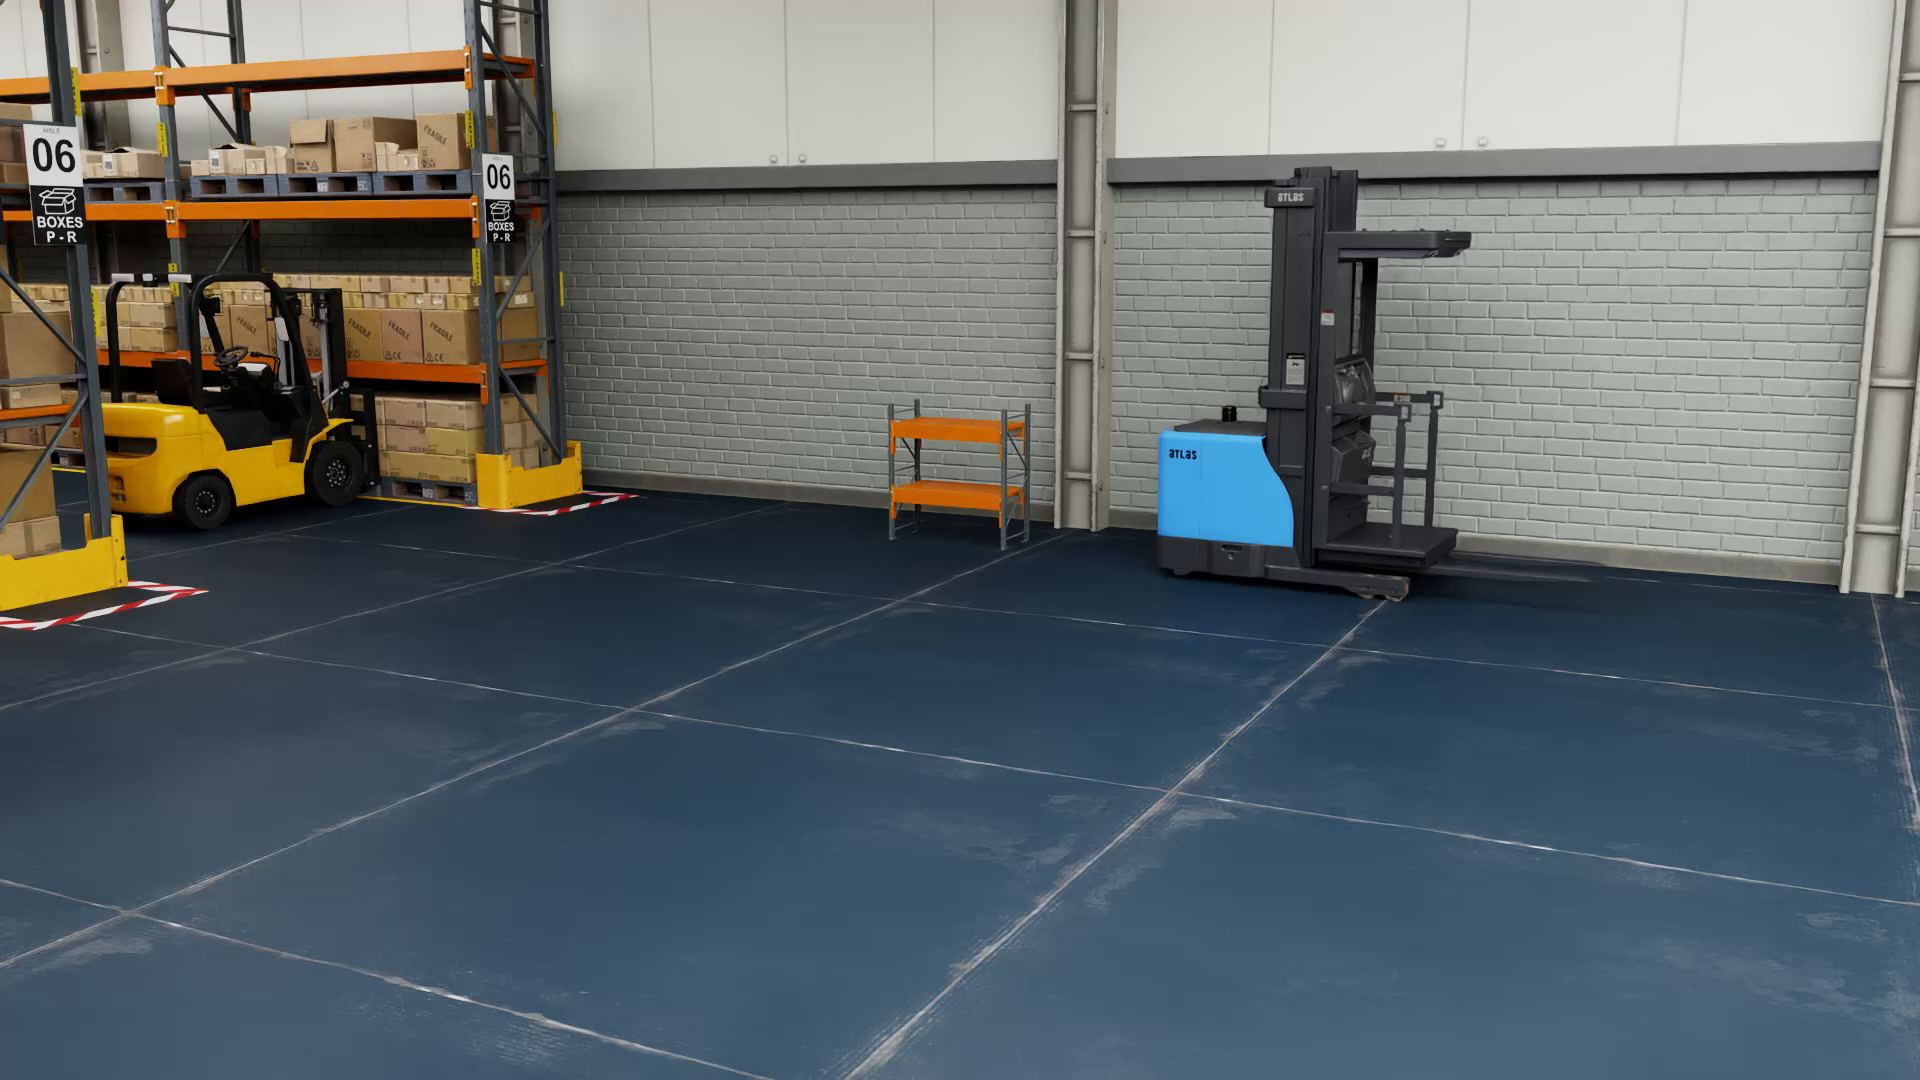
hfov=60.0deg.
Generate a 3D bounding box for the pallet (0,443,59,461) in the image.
[{"bbox_3d":[-10.558,-1.050,18.941,1.213,0.211,1.003,5,11,26],"label":"pallet"}]

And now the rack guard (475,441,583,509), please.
[{"bbox_3d":[-4.083,-0.631,15.814,0.348,0.500,1.175,5,11,26],"label":"rack guard"}]

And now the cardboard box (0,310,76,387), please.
[{"bbox_3d":[-6.599,-1.347,11.636,0.500,0.500,0.500,5,11,25],"label":"cardboard box"}]

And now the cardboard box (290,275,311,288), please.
[{"bbox_3d":[-6.347,-2.532,16.359,0.250,0.149,0.380,5,11,26],"label":"cardboard box"}]

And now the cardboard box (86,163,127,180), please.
[{"bbox_3d":[-8.812,-3.825,17.264,0.250,0.149,0.380,5,11,26],"label":"cardboard box"}]

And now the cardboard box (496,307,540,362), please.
[{"bbox_3d":[-4.426,-1.996,16.054,0.500,0.500,0.500,5,12,28],"label":"cardboard box"}]

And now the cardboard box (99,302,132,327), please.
[{"bbox_3d":[-8.710,-2.388,17.519,0.500,0.250,0.500,5,11,24],"label":"cardboard box"}]

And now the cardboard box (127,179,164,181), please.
[{"bbox_3d":[-8.644,-3.885,17.599,0.250,0.149,0.380,5,11,26],"label":"cardboard box"}]

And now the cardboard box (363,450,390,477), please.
[{"bbox_3d":[-5.552,-0.785,16.186,0.500,0.250,0.500,5,11,26],"label":"cardboard box"}]

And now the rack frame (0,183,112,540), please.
[{"bbox_3d":[-6.297,-1.070,11.220,0.127,3.000,1.000,5,11,26],"label":"rack frame"}]

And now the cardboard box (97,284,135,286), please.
[{"bbox_3d":[-9.259,-2.736,18.325,0.250,0.149,0.380,5,11,26],"label":"cardboard box"}]

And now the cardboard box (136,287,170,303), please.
[{"bbox_3d":[-8.336,-2.556,17.326,0.250,0.149,0.380,5,11,25],"label":"cardboard box"}]

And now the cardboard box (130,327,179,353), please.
[{"bbox_3d":[-8.259,-2.103,17.346,0.500,0.250,0.500,5,12,27],"label":"cardboard box"}]

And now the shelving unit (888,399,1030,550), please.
[{"bbox_3d":[-0.006,-0.554,13.633,1.048,1.125,0.538,5,11,26],"label":"shelving unit"}]

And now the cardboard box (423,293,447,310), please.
[{"bbox_3d":[-4.782,-2.230,15.524,0.250,0.149,0.380,5,12,27],"label":"cardboard box"}]

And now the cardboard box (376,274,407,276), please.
[{"bbox_3d":[-5.686,-2.565,16.543,0.250,0.149,0.380,5,11,26],"label":"cardboard box"}]

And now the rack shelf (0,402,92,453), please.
[{"bbox_3d":[-8.091,-0.874,12.155,4.000,0.370,1.077,5,11,26],"label":"rack shelf"}]

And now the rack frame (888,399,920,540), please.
[{"bbox_3d":[-0.462,-0.594,13.854,0.032,1.125,0.500,5,11,26],"label":"rack frame"}]

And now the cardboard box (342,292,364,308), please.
[{"bbox_3d":[-5.701,-2.311,15.976,0.250,0.149,0.380,5,11,26],"label":"cardboard box"}]

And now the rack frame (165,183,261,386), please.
[{"bbox_3d":[-7.692,-2.178,17.344,0.127,3.000,1.000,5,11,26],"label":"rack frame"}]

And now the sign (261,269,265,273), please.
[{"bbox_3d":[-7.447,-2.732,17.750,0.005,0.325,0.100,5,11,26],"label":"sign"}]

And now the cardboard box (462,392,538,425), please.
[{"bbox_3d":[-4.452,-1.277,16.097,0.500,0.250,0.500,5,11,25],"label":"cardboard box"}]

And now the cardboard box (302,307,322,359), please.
[{"bbox_3d":[-6.039,-2.030,16.242,0.500,0.500,0.500,5,11,26],"label":"cardboard box"}]

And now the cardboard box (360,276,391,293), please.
[{"bbox_3d":[-5.474,-2.438,15.839,0.250,0.149,0.380,5,12,27],"label":"cardboard box"}]

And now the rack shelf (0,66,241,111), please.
[{"bbox_3d":[-9.485,-4.737,17.780,4.000,0.370,1.077,5,11,26],"label":"rack shelf"}]

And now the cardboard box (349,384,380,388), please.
[{"bbox_3d":[-6.256,-1.437,16.979,0.500,0.250,0.500,5,11,26],"label":"cardboard box"}]

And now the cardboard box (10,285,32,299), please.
[{"bbox_3d":[-10.163,-2.719,18.230,0.250,0.149,0.380,5,11,26],"label":"cardboard box"}]

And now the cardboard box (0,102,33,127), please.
[{"bbox_3d":[-6.526,-2.876,11.239,0.250,0.149,0.380,5,11,25],"label":"cardboard box"}]

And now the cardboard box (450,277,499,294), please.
[{"bbox_3d":[-4.519,-2.373,15.479,0.250,0.149,0.380,5,11,26],"label":"cardboard box"}]

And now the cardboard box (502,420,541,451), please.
[{"bbox_3d":[-4.434,-1.033,16.153,0.500,0.250,0.500,5,12,27],"label":"cardboard box"}]

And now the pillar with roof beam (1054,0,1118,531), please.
[{"bbox_3d":[-0.854,-3.854,9.755,0.400,9.000,9.100,5,11,26],"label":"pillar with roof beam"}]

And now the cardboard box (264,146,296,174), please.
[{"bbox_3d":[-6.495,-3.679,16.128,0.258,0.266,0.396,5,11,24],"label":"cardboard box"}]

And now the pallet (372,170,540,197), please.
[{"bbox_3d":[-4.727,-3.356,15.674,1.213,0.211,1.003,5,11,26],"label":"pallet"}]

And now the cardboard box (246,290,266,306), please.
[{"bbox_3d":[-6.855,-2.412,16.533,0.250,0.149,0.380,5,12,27],"label":"cardboard box"}]

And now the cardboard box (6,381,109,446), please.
[{"bbox_3d":[-10.136,-1.430,18.698,0.625,0.625,0.875,5,12,28],"label":"cardboard box"}]

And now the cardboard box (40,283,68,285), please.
[{"bbox_3d":[-10.157,-2.828,18.829,0.250,0.149,0.380,5,11,25],"label":"cardboard box"}]

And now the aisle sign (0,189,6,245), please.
[{"bbox_3d":[-6.370,-2.298,10.706,0.004,0.787,0.394,5,11,26],"label":"aisle sign"}]

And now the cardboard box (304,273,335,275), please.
[{"bbox_3d":[-6.570,-2.661,17.075,0.250,0.149,0.380,5,11,25],"label":"cardboard box"}]

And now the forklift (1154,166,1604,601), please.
[{"bbox_3d":[2.980,-1.129,11.737,3.031,2.935,1.130,5,12,28],"label":"forklift"}]

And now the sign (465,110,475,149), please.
[{"bbox_3d":[-4.357,-3.650,14.791,0.005,0.325,0.100,5,11,26],"label":"sign"}]

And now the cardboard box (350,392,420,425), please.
[{"bbox_3d":[-5.573,-1.273,16.074,0.500,0.250,0.500,5,11,27],"label":"cardboard box"}]

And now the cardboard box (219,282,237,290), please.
[{"bbox_3d":[-7.255,-2.617,16.832,0.250,0.149,0.380,5,11,27],"label":"cardboard box"}]

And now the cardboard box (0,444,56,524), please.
[{"bbox_3d":[-6.920,-0.402,11.966,0.500,0.500,0.500,5,11,24],"label":"cardboard box"}]

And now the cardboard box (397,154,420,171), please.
[{"bbox_3d":[-4.982,-3.488,15.404,0.250,0.149,0.380,5,11,24],"label":"cardboard box"}]
